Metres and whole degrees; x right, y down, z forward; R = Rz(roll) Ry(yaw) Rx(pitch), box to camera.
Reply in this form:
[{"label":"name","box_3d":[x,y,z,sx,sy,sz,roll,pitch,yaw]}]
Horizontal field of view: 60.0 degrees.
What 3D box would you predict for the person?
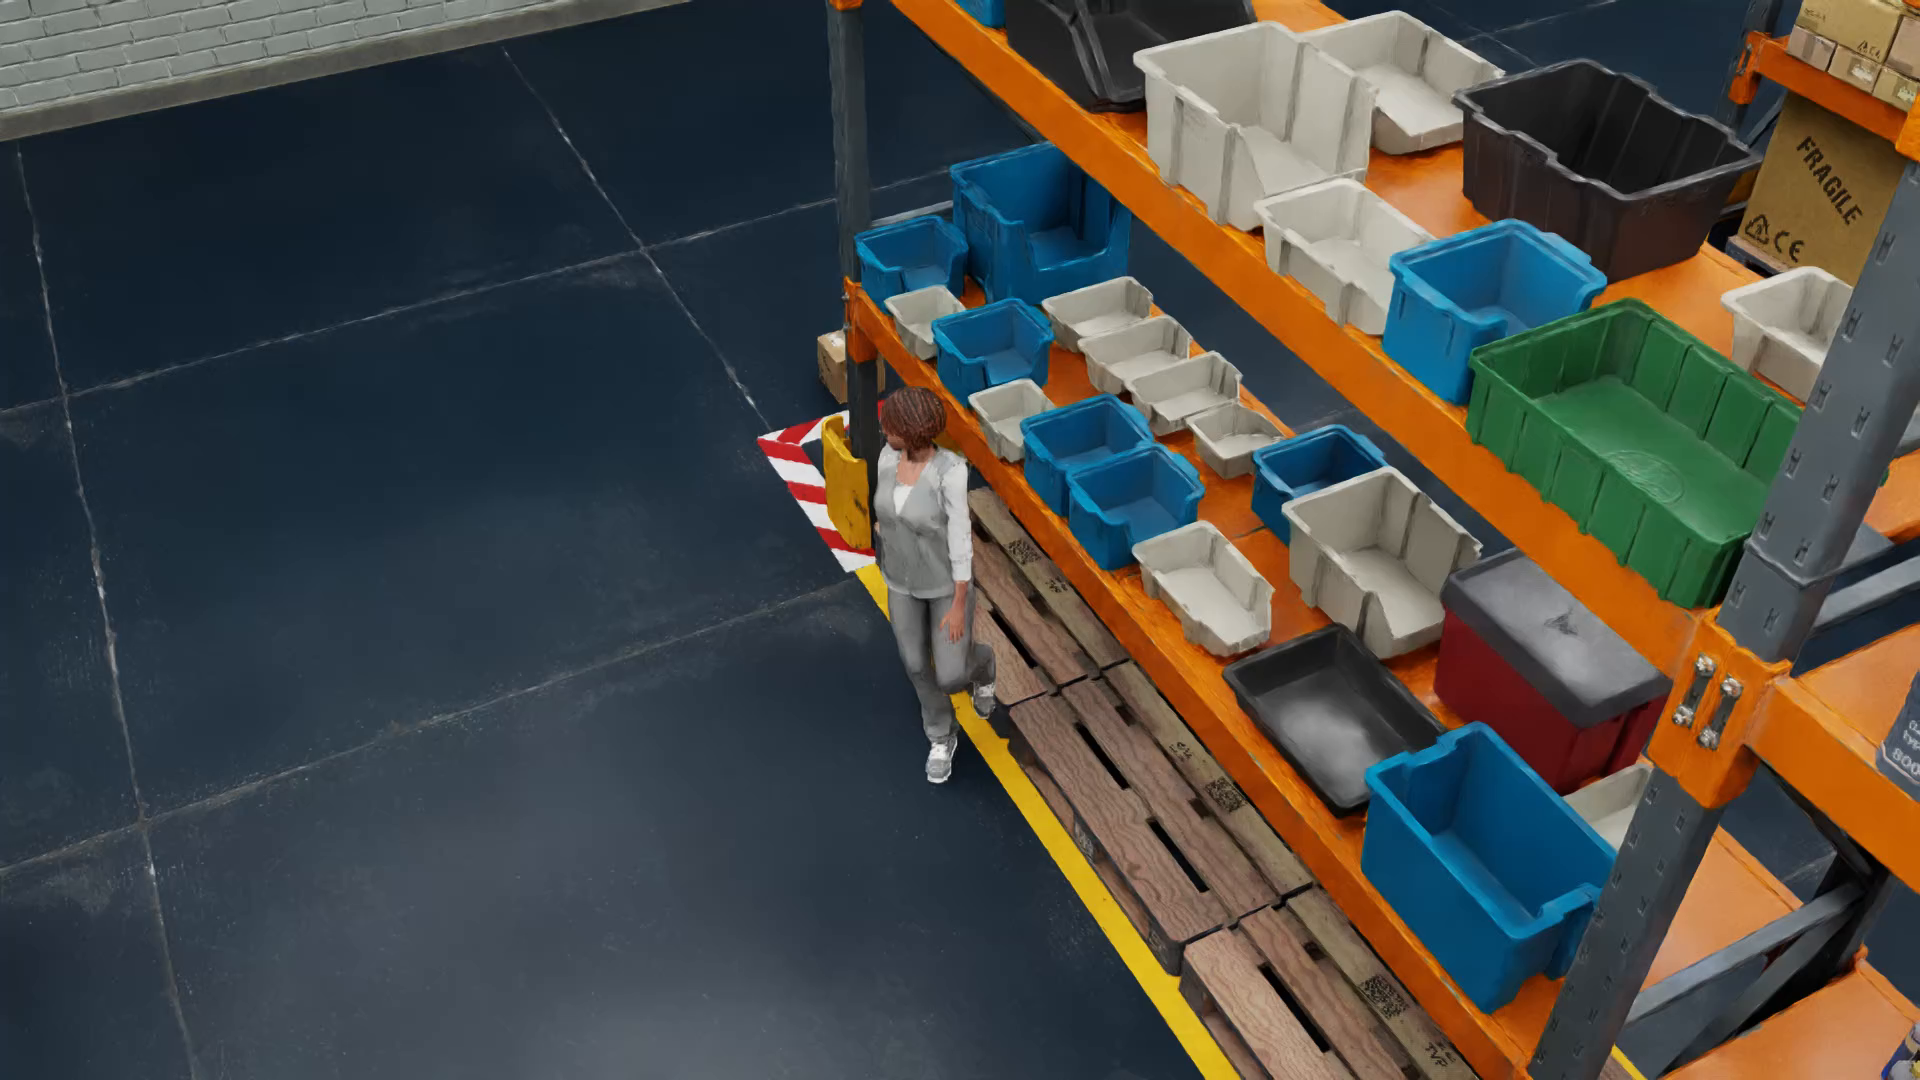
[{"label":"person","box_3d":[-0.122,0.164,6.053,0.487,1.551,0.509,20,45,21]}]
